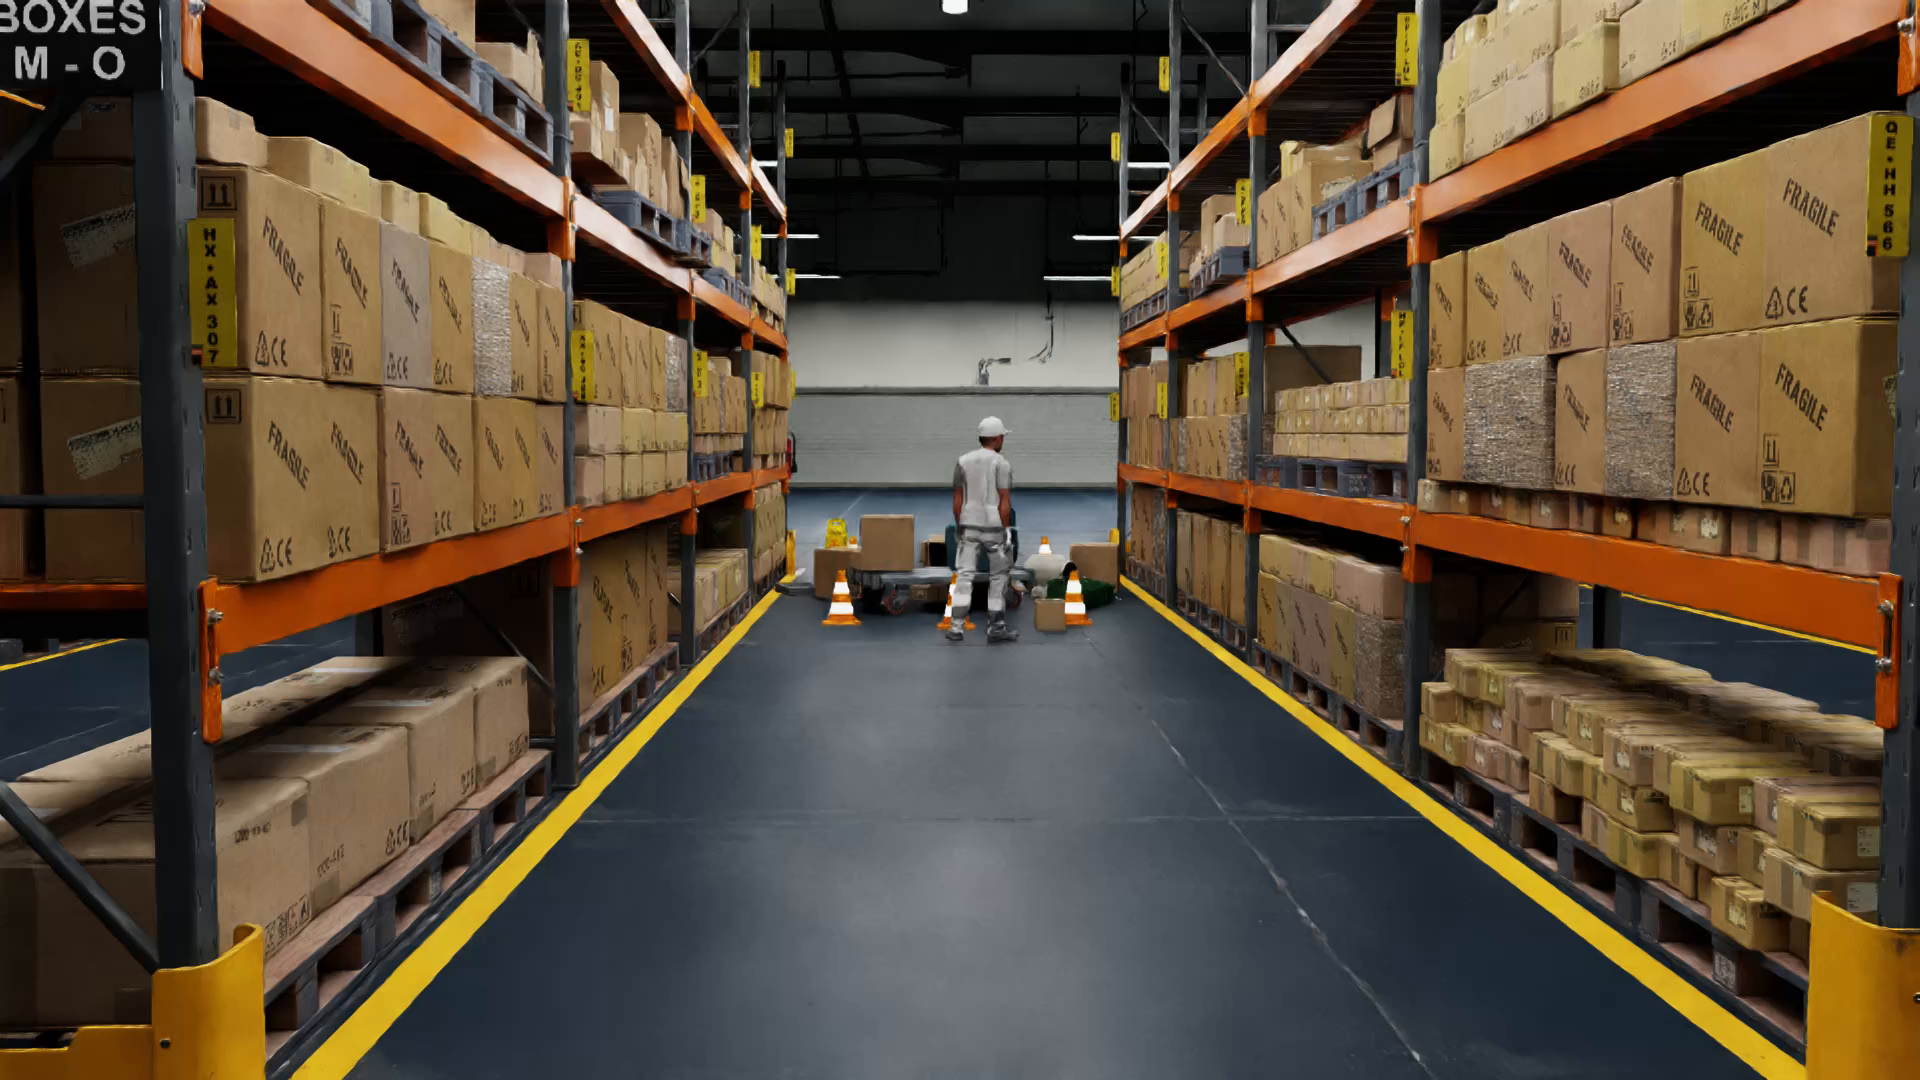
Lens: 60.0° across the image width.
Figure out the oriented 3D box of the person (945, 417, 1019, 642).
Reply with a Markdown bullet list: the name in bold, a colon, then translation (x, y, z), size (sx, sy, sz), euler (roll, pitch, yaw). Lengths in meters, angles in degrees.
- **person**: translation (0.186, -0.080, 13.205), size (0.581, 1.788, 0.599), euler (2, 4, 29)
